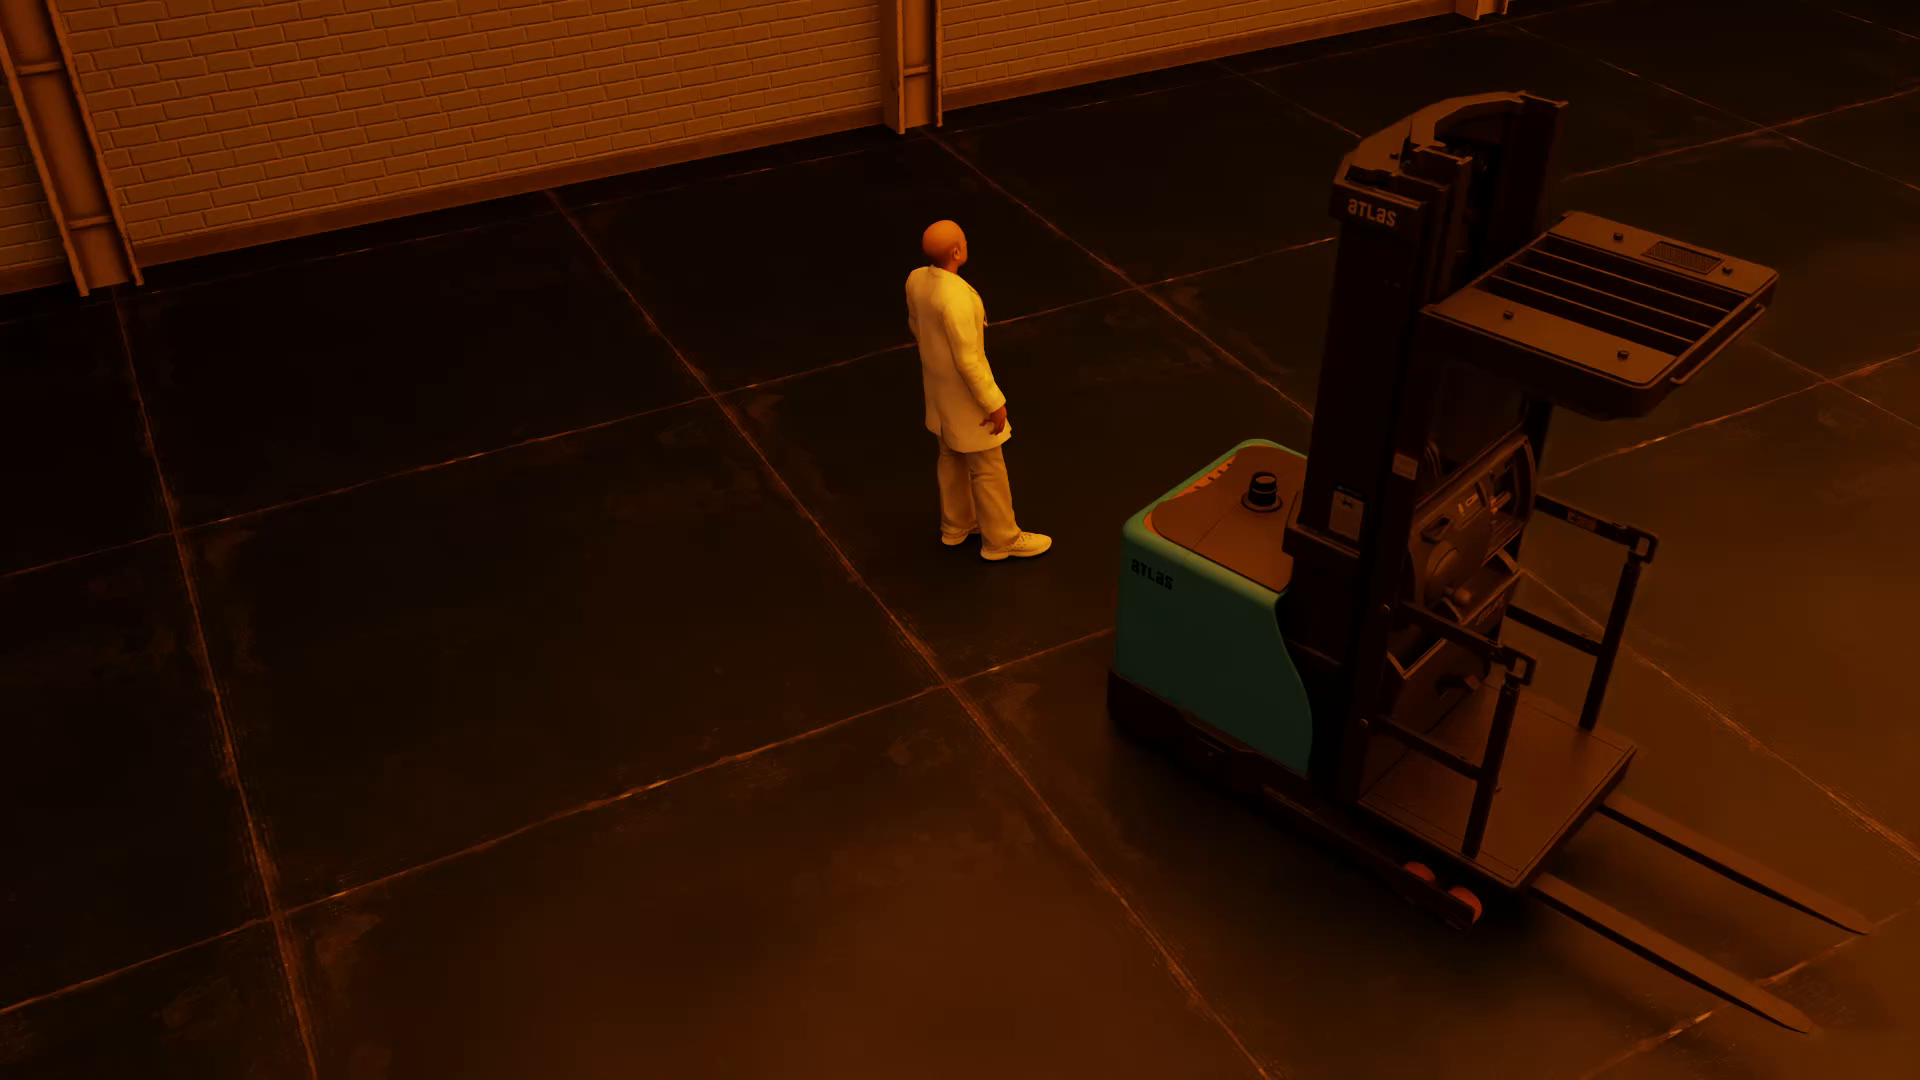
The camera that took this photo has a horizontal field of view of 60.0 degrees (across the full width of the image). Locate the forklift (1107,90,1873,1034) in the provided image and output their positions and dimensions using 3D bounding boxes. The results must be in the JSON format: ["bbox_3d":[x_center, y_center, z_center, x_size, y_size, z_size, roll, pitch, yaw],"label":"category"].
[{"bbox_3d":[2.084,-0.019,6.150,3.031,2.935,1.130,28,44,34],"label":"forklift"}]

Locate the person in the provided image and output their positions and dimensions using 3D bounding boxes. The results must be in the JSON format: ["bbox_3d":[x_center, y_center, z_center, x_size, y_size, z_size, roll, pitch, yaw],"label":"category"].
[{"bbox_3d":[0.083,-0.755,8.177,0.578,1.777,0.698,-17,39,-23],"label":"person"}]
